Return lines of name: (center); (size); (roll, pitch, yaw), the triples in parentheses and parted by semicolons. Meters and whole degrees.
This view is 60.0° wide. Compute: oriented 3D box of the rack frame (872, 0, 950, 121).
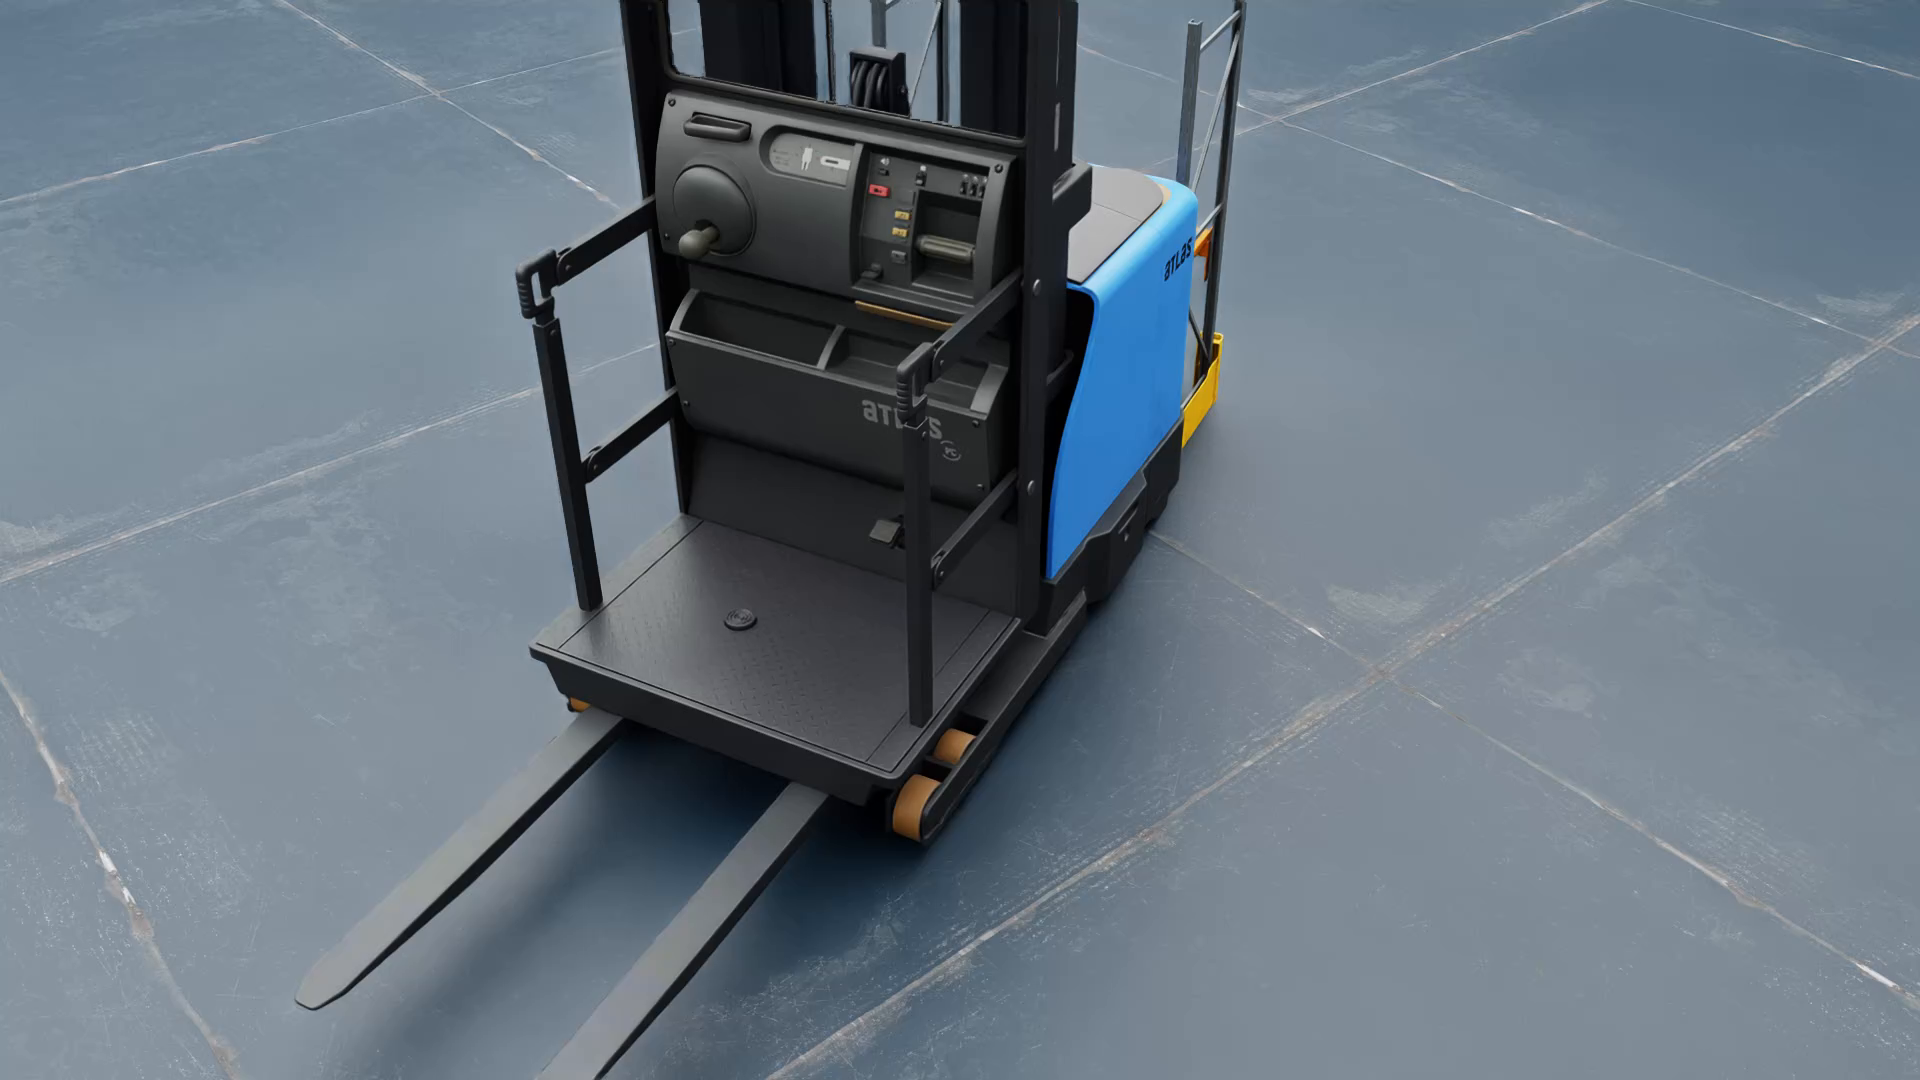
rack frame: (-0.152, -1.235, 5.696); (0.032, 1.500, 0.500); (15, 38, 20)

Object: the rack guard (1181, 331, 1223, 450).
rack guard: (0.767, -0.476, 5.705); (0.087, 0.250, 0.587); (15, 38, 20)

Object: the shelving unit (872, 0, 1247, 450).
shelving unit: (0.316, -1.108, 5.517); (1.083, 1.500, 0.587); (15, 38, 20)

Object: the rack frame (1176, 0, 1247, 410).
rack frame: (0.768, -0.985, 5.343); (0.032, 1.500, 0.500); (15, 38, 20)

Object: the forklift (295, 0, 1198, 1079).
forklift: (-0.412, -0.735, 3.752); (1.130, 2.935, 3.031); (17, 39, 22)

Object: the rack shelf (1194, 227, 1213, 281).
rack shelf: (0.308, -0.963, 5.624); (1.000, 0.185, 0.538); (15, 38, 20)
